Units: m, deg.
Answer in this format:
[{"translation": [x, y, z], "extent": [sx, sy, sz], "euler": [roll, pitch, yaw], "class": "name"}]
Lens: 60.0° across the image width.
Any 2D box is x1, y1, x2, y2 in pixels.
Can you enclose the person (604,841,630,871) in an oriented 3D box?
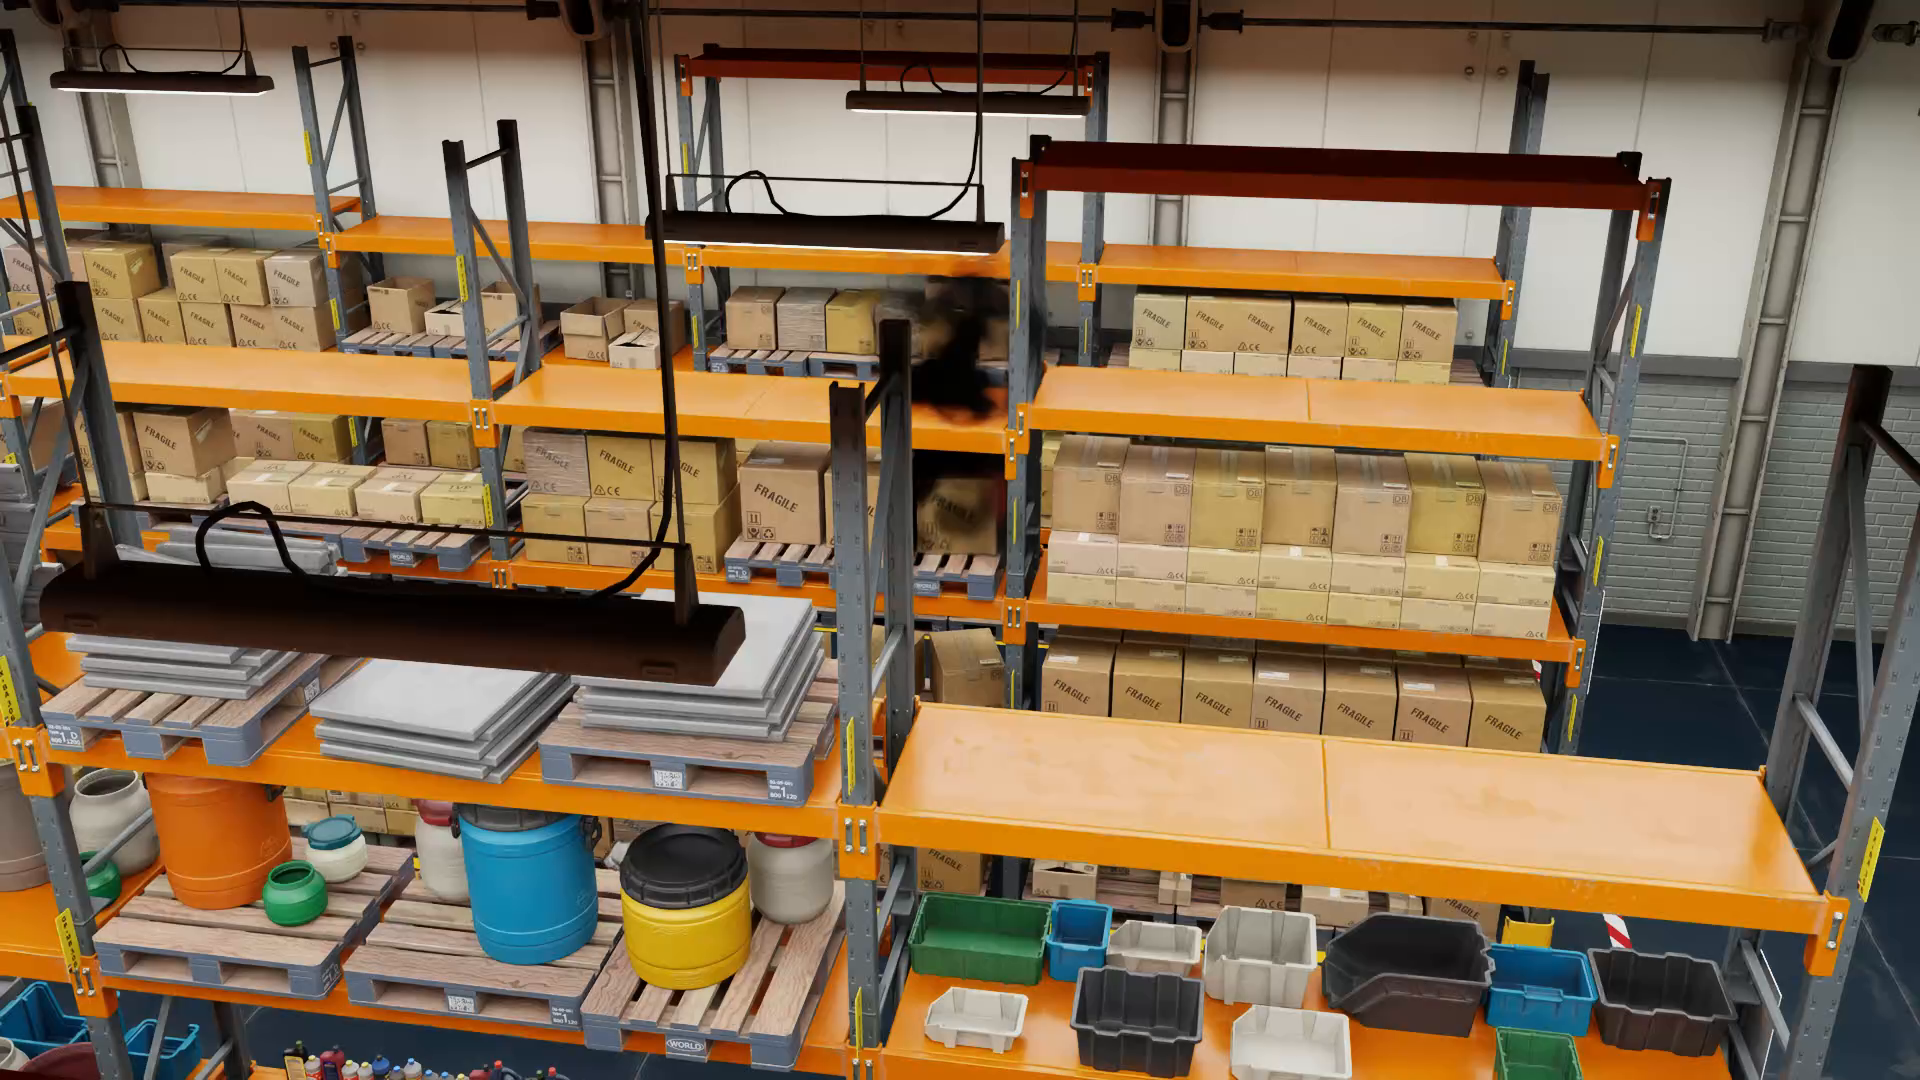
[{"translation": [-2.294, 2.825, 11.588], "extent": [0.658, 1.655, 0.579], "euler": [0, 23, 1], "class": "person"}]
